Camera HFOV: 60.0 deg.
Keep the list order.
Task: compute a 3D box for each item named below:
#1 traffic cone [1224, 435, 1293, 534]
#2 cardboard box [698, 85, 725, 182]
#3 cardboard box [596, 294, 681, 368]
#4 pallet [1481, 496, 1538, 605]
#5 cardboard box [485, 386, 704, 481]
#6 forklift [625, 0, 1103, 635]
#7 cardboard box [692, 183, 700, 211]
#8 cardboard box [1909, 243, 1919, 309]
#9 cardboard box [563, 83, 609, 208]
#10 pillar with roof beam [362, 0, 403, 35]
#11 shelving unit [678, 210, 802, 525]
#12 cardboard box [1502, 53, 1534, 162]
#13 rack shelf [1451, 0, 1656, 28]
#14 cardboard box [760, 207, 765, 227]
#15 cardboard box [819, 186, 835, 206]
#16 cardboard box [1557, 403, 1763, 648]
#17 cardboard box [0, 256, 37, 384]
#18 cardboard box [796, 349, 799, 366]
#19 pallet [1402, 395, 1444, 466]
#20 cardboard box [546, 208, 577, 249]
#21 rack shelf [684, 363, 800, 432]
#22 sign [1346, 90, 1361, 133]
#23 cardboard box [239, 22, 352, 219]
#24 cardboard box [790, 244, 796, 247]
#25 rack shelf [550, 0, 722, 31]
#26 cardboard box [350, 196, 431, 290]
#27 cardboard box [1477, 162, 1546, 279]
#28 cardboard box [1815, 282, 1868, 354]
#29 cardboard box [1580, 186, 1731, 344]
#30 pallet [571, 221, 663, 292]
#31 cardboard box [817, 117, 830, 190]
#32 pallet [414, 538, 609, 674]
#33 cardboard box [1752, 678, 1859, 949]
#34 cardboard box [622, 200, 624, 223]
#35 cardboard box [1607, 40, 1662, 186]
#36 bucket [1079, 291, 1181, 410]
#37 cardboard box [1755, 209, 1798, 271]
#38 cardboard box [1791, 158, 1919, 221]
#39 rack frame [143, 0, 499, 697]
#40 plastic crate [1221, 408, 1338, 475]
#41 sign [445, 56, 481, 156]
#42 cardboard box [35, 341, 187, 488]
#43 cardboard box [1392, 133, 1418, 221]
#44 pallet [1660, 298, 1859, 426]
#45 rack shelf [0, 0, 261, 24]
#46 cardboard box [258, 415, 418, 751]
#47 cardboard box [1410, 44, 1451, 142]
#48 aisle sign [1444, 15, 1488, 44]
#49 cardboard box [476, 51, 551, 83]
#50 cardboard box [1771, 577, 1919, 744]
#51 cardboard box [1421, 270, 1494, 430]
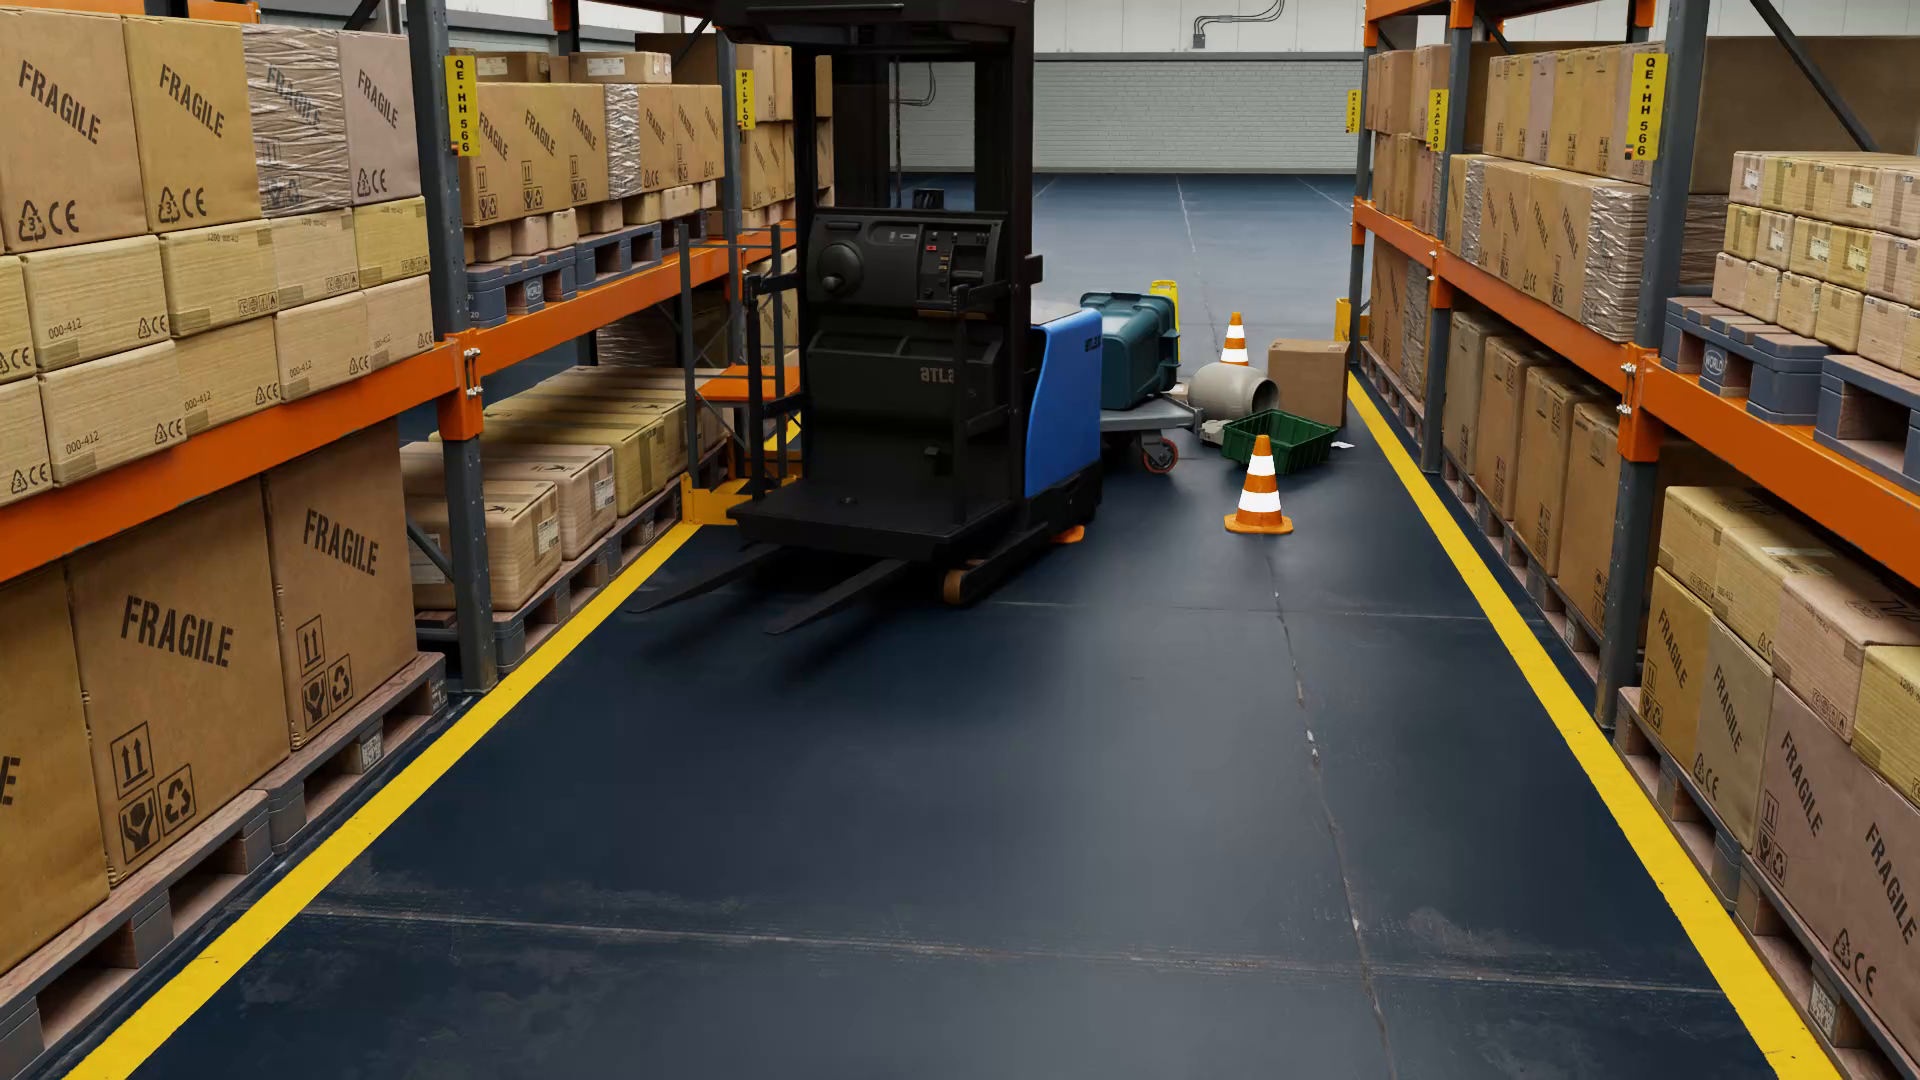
[{"bbox_3d":[1.513,-0.299,8.380,0.336,0.463,0.334,2,15,6],"label":"traffic cone"},{"bbox_3d":[-1.589,-2.214,9.039,0.500,0.500,0.500,1,15,5],"label":"cardboard box"},{"bbox_3d":[-1.965,-1.345,10.416,0.500,0.500,0.500,1,15,5],"label":"cardboard box"},{"bbox_3d":[3.018,0.039,7.613,1.003,0.211,1.213,2,15,6],"label":"pallet"},{"bbox_3d":[-1.899,-0.558,8.708,0.950,0.372,0.625,3,15,10],"label":"cardboard box"},{"bbox_3d":[-0.340,-1.254,7.185,1.130,2.935,3.031,7,17,24],"label":"forklift"},{"bbox_3d":[-1.596,-1.818,8.817,0.380,0.149,0.250,1,15,5],"label":"cardboard box"},{"bbox_3d":[2.316,-0.561,3.596,0.380,0.149,0.250,2,15,6],"label":"cardboard box"},{"bbox_3d":[-1.830,-1.687,7.087,0.500,0.500,0.500,2,15,7],"label":"cardboard box"},{"bbox_3d":[-2.265,-7.300,17.920,9.100,9.000,0.400,2,15,6],"label":"pillar with roof beam"},{"bbox_3d":[-1.072,-0.938,8.757,0.587,1.500,1.083,1,15,5],"label":"shelving unit"},{"bbox_3d":[3.059,-2.095,8.057,0.700,0.500,0.500,1,15,5],"label":"cardboard box"},{"bbox_3d":[2.939,-2.409,6.955,1.077,0.370,4.000,2,15,6],"label":"rack shelf"},{"bbox_3d":[-1.434,-2.034,10.419,0.380,0.149,0.250,2,15,6],"label":"cardboard box"},{"bbox_3d":[-1.111,-2.557,12.352,0.380,0.149,0.250,2,15,7],"label":"cardboard box"},{"bbox_3d":[2.872,-0.061,6.148,1.050,0.750,0.750,1,15,5],"label":"cardboard box"},{"bbox_3d":[-2.223,-0.412,3.270,0.500,0.250,0.500,2,15,7],"label":"cardboard box"},{"bbox_3d":[-1.324,-1.243,11.476,0.500,0.250,0.500,1,15,6],"label":"cardboard box"},{"bbox_3d":[3.329,-0.676,10.256,1.003,0.211,1.213,2,15,6],"label":"pallet"},{"bbox_3d":[-1.801,-1.282,6.833,0.380,0.149,0.250,2,15,7],"label":"cardboard box"},{"bbox_3d":[-1.071,-0.767,8.812,0.538,0.185,1.000,1,15,5],"label":"rack shelf"},{"bbox_3d":[3.066,-3.338,12.951,0.100,0.325,0.005,2,15,6],"label":"sign"},{"bbox_3d":[-2.064,-1.165,4.616,0.500,0.500,0.500,2,15,7],"label":"cardboard box"},{"bbox_3d":[-1.182,-2.088,11.922,0.380,0.149,0.250,2,15,9],"label":"cardboard box"},{"bbox_3d":[-1.991,-2.528,7.397,1.077,0.370,4.000,2,15,6],"label":"rack shelf"},{"bbox_3d":[-2.018,-0.945,5.239,0.500,0.250,0.500,2,15,6],"label":"cardboard box"},{"bbox_3d":[2.723,-1.486,7.719,0.500,0.500,0.500,2,15,6],"label":"cardboard box"},{"bbox_3d":[2.373,-0.551,4.130,0.380,0.149,0.250,2,15,9],"label":"cardboard box"},{"bbox_3d":[2.498,-0.962,5.783,0.500,0.500,0.500,2,15,6],"label":"cardboard box"},{"bbox_3d":[-2.033,-1.331,7.705,1.003,0.211,1.213,2,15,6],"label":"pallet"},{"bbox_3d":[-1.222,-2.767,11.888,0.500,0.500,0.500,2,15,6],"label":"cardboard box"},{"bbox_3d":[-2.127,0.235,6.890,1.003,0.211,1.213,2,15,6],"label":"pallet"},{"bbox_3d":[2.274,0.654,3.980,0.500,0.500,0.500,1,15,5],"label":"cardboard box"},{"bbox_3d":[-1.810,-1.557,7.849,0.380,0.149,0.250,1,15,4],"label":"cardboard box"},{"bbox_3d":[2.830,-1.568,6.106,0.700,0.500,0.500,1,15,5],"label":"cardboard box"},{"bbox_3d":[0.890,-1.083,9.782,0.726,0.611,0.620,7,27,25],"label":"bucket"},{"bbox_3d":[2.431,-0.824,4.571,0.380,0.149,0.250,2,15,9],"label":"cardboard box"},{"bbox_3d":[2.409,-0.910,4.320,0.380,0.149,0.250,2,15,6],"label":"cardboard box"},{"bbox_3d":[-2.216,-0.909,5.777,1.000,3.000,0.127,2,15,6],"label":"rack frame"},{"bbox_3d":[1.883,-0.581,9.840,0.450,0.188,0.662,22,25,31],"label":"plastic crate"},{"bbox_3d":[-1.664,-1.452,5.568,0.100,0.325,0.005,2,15,6],"label":"sign"},{"bbox_3d":[-2.159,-0.301,3.818,0.500,0.250,0.500,1,15,5],"label":"cardboard box"},{"bbox_3d":[3.372,-2.415,11.061,0.875,0.550,0.500,2,15,6],"label":"cardboard box"},{"bbox_3d":[2.739,-0.509,4.664,1.213,0.211,1.003,2,15,6],"label":"pallet"},{"bbox_3d":[-6.472,-3.711,11.771,1.077,0.370,4.000,2,15,6],"label":"rack shelf"},{"bbox_3d":[-2.377,0.091,5.346,0.875,0.875,0.875,2,15,6],"label":"cardboard box"},{"bbox_3d":[3.187,-2.661,9.901,0.875,0.550,0.550,2,15,6],"label":"cardboard box"},{"bbox_3d":[3.922,-4.129,12.704,0.394,0.787,0.004,2,15,6],"label":"aisle sign"},{"bbox_3d":[-2.190,-2.258,7.956,0.380,0.149,0.250,3,15,9],"label":"cardboard box"},{"bbox_3d":[2.270,0.284,3.913,0.500,0.250,0.500,2,15,7],"label":"cardboard box"},{"bbox_3d":[3.305,-1.165,9.989,0.875,0.875,0.875,2,15,7],"label":"cardboard box"}]
